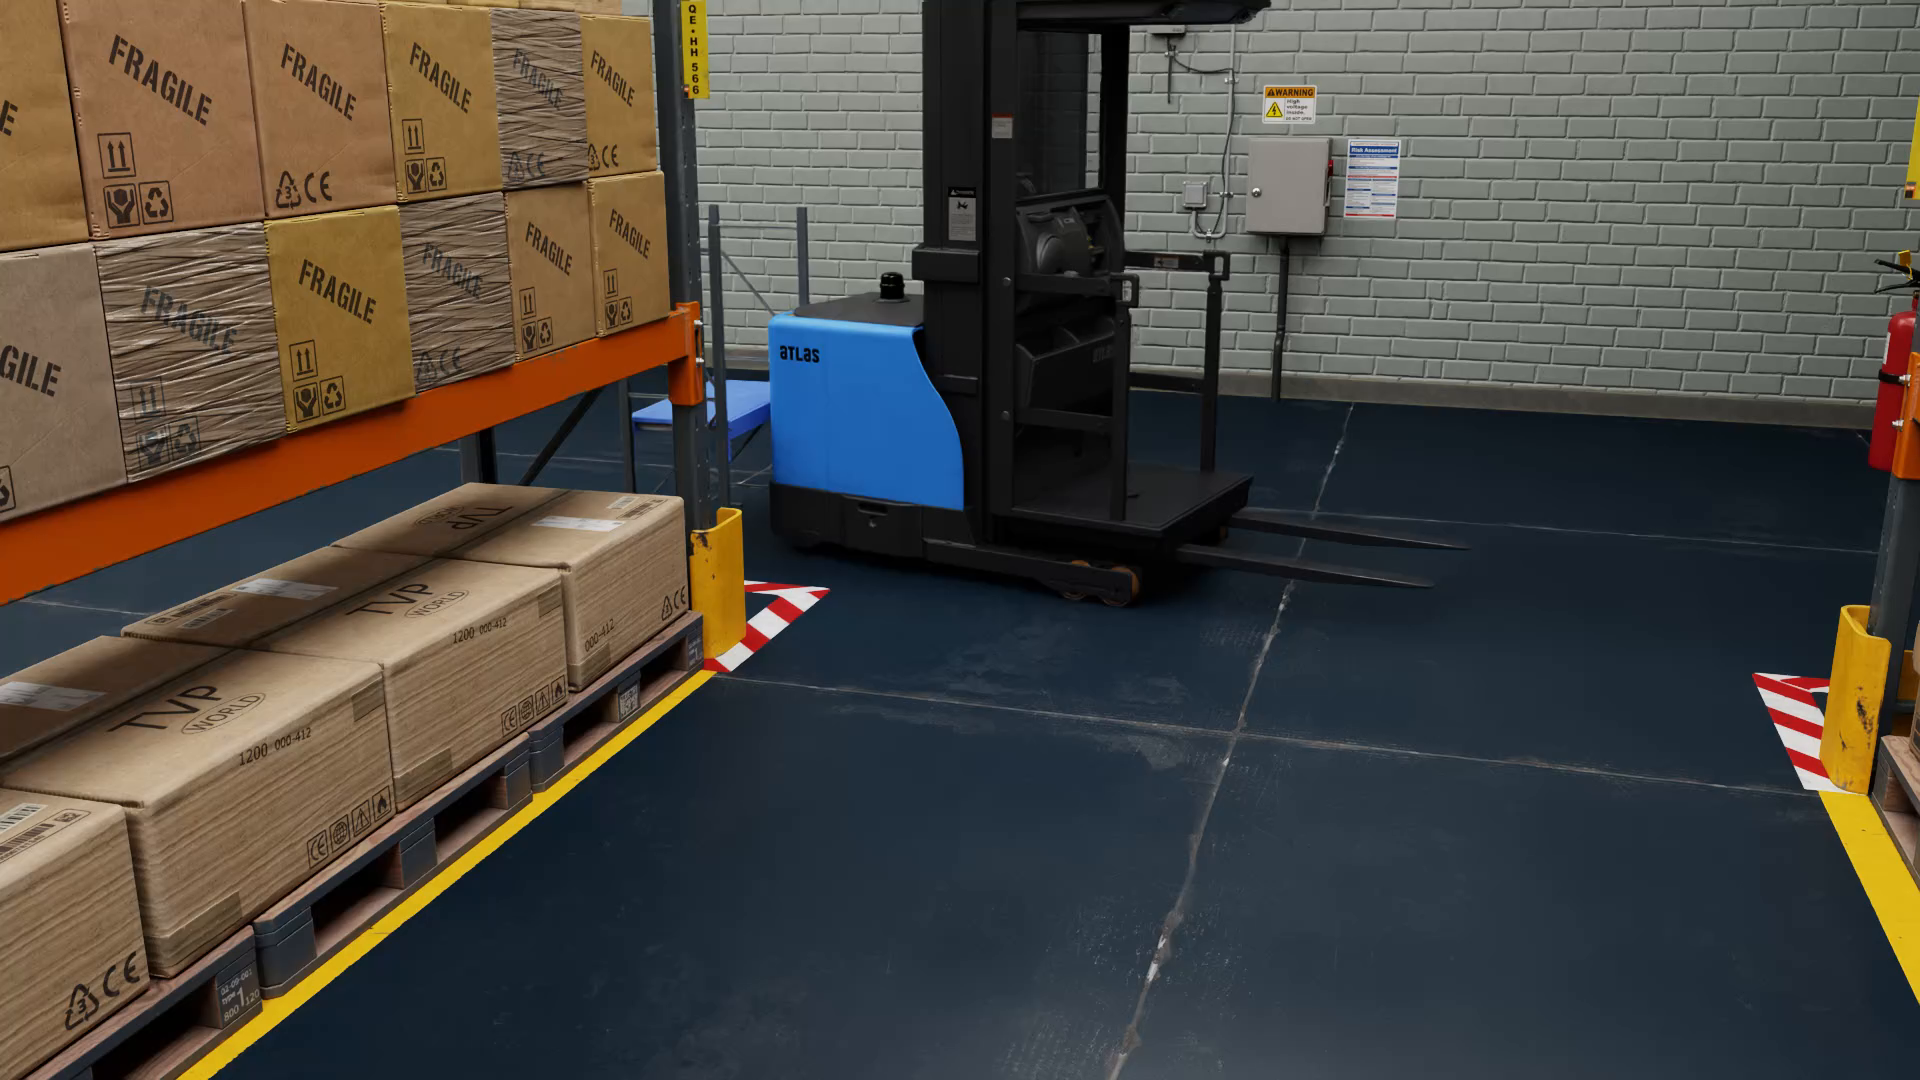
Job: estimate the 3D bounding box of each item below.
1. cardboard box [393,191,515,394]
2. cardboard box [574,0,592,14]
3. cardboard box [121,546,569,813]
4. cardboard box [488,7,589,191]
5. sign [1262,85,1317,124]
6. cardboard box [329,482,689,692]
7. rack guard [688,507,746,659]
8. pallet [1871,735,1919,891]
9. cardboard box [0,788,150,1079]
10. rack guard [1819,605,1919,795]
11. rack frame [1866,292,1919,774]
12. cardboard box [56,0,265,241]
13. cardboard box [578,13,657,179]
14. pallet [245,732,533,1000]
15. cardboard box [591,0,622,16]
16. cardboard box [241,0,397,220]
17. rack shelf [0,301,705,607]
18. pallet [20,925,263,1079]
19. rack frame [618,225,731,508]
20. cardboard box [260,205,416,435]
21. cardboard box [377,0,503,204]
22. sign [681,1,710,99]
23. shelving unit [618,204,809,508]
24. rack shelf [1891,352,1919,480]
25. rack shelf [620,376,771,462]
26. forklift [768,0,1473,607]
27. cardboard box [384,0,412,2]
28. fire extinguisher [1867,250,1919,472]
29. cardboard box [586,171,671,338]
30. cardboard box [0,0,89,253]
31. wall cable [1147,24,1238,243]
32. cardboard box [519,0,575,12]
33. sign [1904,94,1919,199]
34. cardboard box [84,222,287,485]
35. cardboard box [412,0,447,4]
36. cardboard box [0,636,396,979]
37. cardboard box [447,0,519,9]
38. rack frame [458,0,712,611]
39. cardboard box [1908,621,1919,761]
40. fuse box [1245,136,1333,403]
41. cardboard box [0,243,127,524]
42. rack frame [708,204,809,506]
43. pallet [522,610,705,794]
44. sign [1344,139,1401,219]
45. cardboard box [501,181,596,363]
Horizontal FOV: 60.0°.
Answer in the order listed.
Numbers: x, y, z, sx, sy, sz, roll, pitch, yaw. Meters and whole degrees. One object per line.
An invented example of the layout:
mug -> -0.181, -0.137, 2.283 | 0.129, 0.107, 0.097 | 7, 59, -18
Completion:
cardboard box -> -1.614, -0.710, 4.652 | 0.500, 0.500, 0.500 | 5, 17, 17
cardboard box -> -1.396, -1.738, 5.254 | 0.380, 0.149, 0.250 | 5, 17, 17
cardboard box -> -1.781, 0.377, 4.929 | 0.875, 0.438, 0.875 | 5, 17, 17
cardboard box -> -1.466, -1.320, 4.969 | 0.500, 0.500, 0.500 | 5, 16, 16
sign -> 2.121, -2.806, 10.711 | 0.339, 0.242, 0.001 | 5, 16, 16
cardboard box -> -1.529, 0.137, 5.775 | 0.875, 0.438, 0.875 | 4, 16, 14
rack guard -> -1.430, 0.122, 6.482 | 1.175, 0.500, 0.348 | 5, 16, 16
pallet -> 3.076, 0.880, 4.340 | 1.003, 0.211, 1.213 | 5, 16, 16
cardboard box -> -2.292, 0.847, 3.271 | 0.875, 0.438, 0.875 | 4, 16, 15
rack guard -> 3.301, 0.532, 5.036 | 1.175, 0.500, 0.348 | 5, 16, 16
rack frame -> 3.323, -0.690, 4.765 | 1.000, 3.000, 0.127 | 5, 16, 16
cardboard box -> -1.900, -0.927, 3.586 | 0.500, 0.500, 0.500 | 5, 17, 17
cardboard box -> -1.346, -1.459, 5.459 | 0.500, 0.500, 0.500 | 5, 17, 18
pallet -> -1.938, 0.801, 4.619 | 1.003, 0.211, 1.213 | 5, 16, 16
cardboard box -> -1.347, -1.806, 5.495 | 0.380, 0.149, 0.250 | 5, 17, 17
cardboard box -> -1.755, -1.059, 4.050 | 0.500, 0.500, 0.500 | 5, 16, 15
rack shelf -> -2.005, -0.205, 4.372 | 1.077, 0.370, 4.000 | 5, 16, 16
pallet -> -2.283, 1.121, 3.490 | 1.003, 0.211, 1.213 | 5, 16, 16
rack frame -> -1.256, -0.620, 7.266 | 0.500, 1.500, 0.032 | 4, 16, 15
cardboard box -> -1.748, -0.574, 4.172 | 0.500, 0.500, 0.500 | 5, 17, 18
cardboard box -> -1.610, -1.190, 4.514 | 0.500, 0.500, 0.500 | 5, 16, 16
sign -> -0.921, -1.699, 5.767 | 0.100, 0.325, 0.005 | 5, 16, 16
shelving unit -> -1.116, -0.753, 7.736 | 0.538, 1.500, 1.048 | 4, 16, 15
rack shelf -> 2.755, 0.179, 3.019 | 1.077, 0.370, 4.000 | 5, 16, 16
rack shelf -> -1.116, -0.580, 7.786 | 0.538, 0.185, 1.000 | 4, 16, 15
forklift -> 0.659, -1.298, 7.033 | 3.031, 2.935, 1.130 | 9, 18, 28
cardboard box -> -1.657, -1.468, 4.303 | 0.380, 0.149, 0.250 | 5, 17, 17
fire extinguisher -> 2.922, -0.548, 5.089 | 0.296, 0.674, 0.183 | 5, 16, 16
cardboard box -> -1.320, -0.975, 5.588 | 0.500, 0.500, 0.500 | 5, 17, 16
cardboard box -> -2.057, -0.794, 3.116 | 0.500, 0.500, 0.500 | 4, 16, 15
wall cable -> 1.506, -2.933, 10.811 | 0.588, 1.984, 0.122 | 5, 16, 16
cardboard box -> -1.389, -1.663, 4.993 | 0.380, 0.149, 0.250 | 4, 16, 15
sign -> 2.803, -1.149, 4.795 | 0.100, 0.325, 0.005 | 5, 16, 16
cardboard box -> -1.895, -0.439, 3.697 | 0.500, 0.500, 0.500 | 5, 17, 16
cardboard box -> -1.642, -1.538, 4.550 | 0.380, 0.149, 0.250 | 4, 16, 15
cardboard box -> -2.039, 0.613, 4.097 | 0.875, 0.438, 0.875 | 4, 16, 14
cardboard box -> -1.500, -1.601, 4.772 | 0.380, 0.149, 0.250 | 5, 17, 17
rack frame -> -1.437, -1.074, 6.119 | 1.000, 3.000, 0.127 | 5, 16, 16
cardboard box -> 3.058, 0.462, 4.510 | 0.797, 0.503, 0.637 | 4, 16, 14
fuse box -> 2.116, -1.730, 10.793 | 0.539, 1.711, 0.414 | 5, 16, 16
cardboard box -> -2.042, -0.309, 3.240 | 0.500, 0.500, 0.500 | 5, 17, 16
rack frame -> -0.976, -0.887, 8.207 | 0.500, 1.500, 0.032 | 4, 16, 15
pallet -> -1.589, 0.483, 5.741 | 1.003, 0.211, 1.213 | 5, 16, 16
sign -> 2.648, -2.320, 10.686 | 0.329, 0.494, 0.001 | 5, 16, 16
cardboard box -> -1.477, -0.845, 5.129 | 0.500, 0.500, 0.500 | 4, 16, 15
